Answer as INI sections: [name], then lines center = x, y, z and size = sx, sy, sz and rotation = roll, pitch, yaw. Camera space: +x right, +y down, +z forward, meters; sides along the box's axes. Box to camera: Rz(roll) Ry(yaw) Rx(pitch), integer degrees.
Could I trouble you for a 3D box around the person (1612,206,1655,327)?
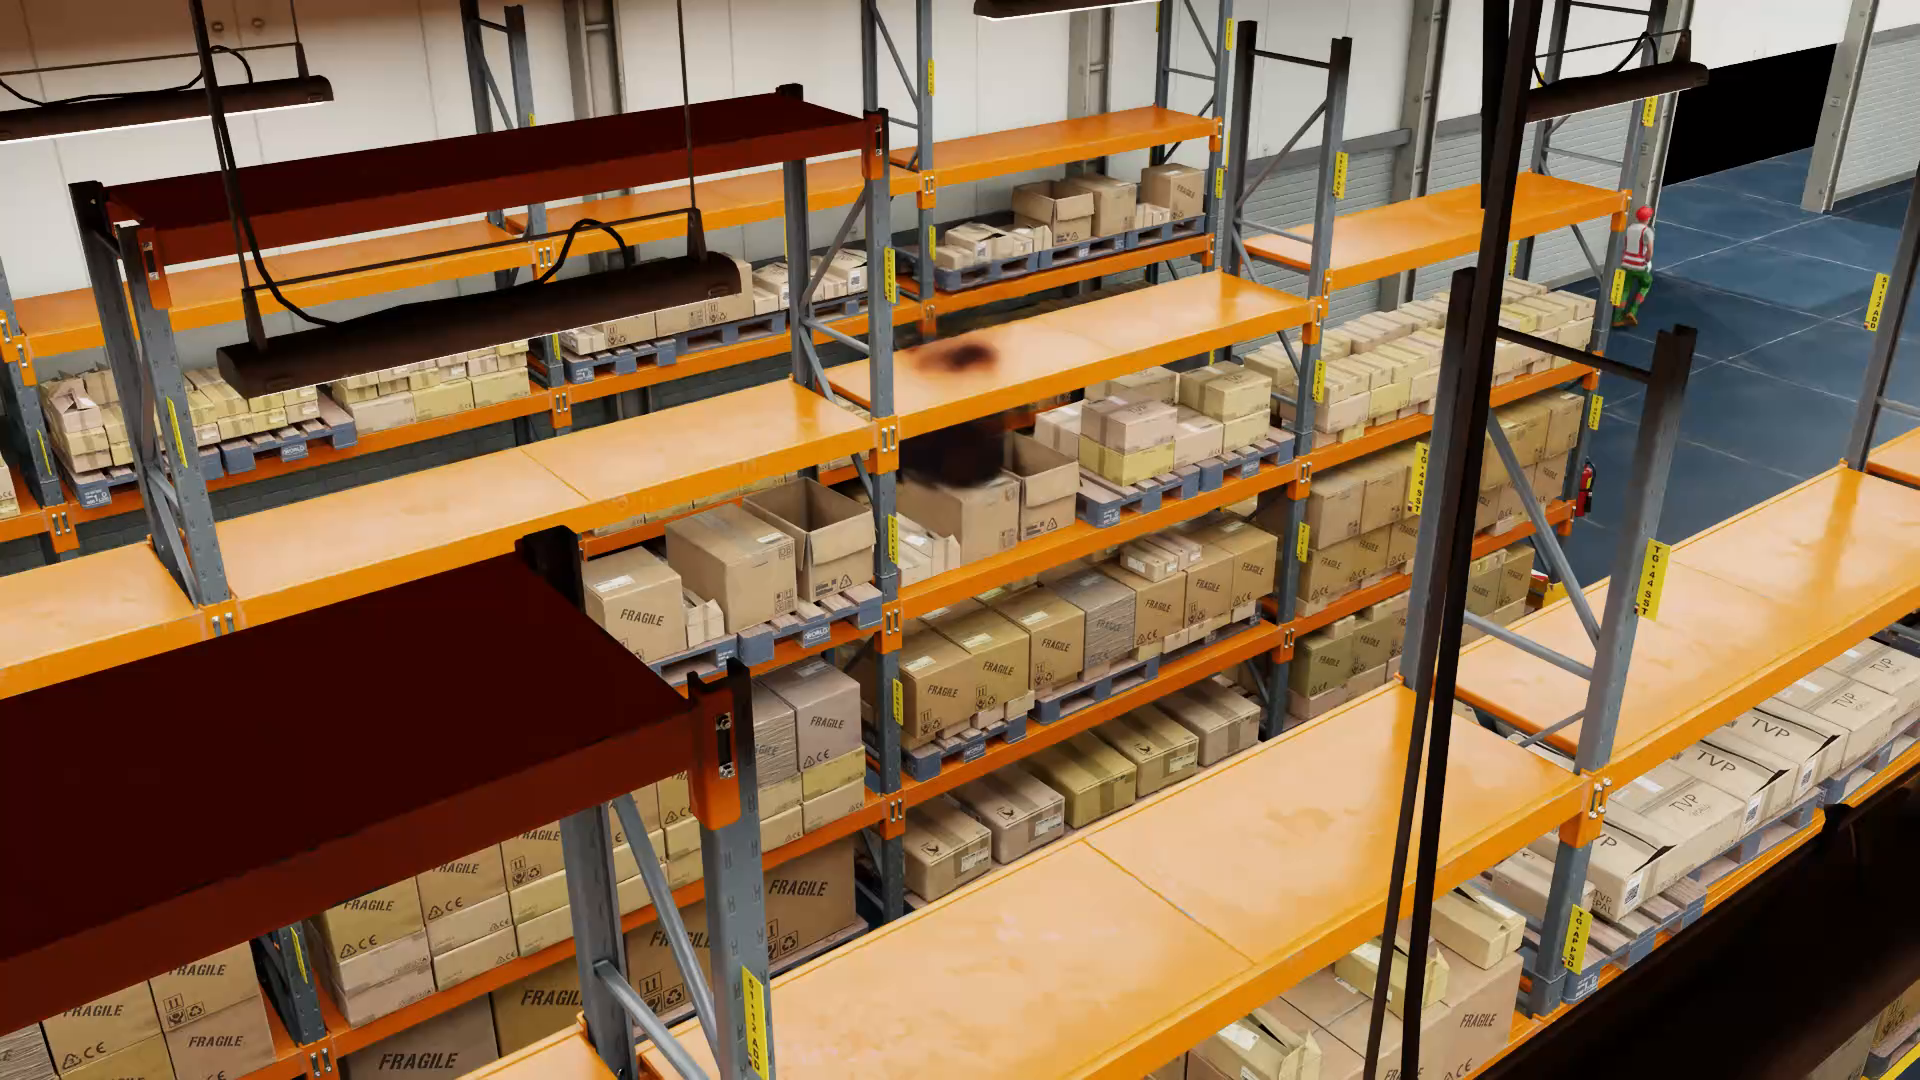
[person]
center = 9.853, -3.992, 24.257
size = 0.695, 1.784, 0.648
rotation = -22, 34, -38
